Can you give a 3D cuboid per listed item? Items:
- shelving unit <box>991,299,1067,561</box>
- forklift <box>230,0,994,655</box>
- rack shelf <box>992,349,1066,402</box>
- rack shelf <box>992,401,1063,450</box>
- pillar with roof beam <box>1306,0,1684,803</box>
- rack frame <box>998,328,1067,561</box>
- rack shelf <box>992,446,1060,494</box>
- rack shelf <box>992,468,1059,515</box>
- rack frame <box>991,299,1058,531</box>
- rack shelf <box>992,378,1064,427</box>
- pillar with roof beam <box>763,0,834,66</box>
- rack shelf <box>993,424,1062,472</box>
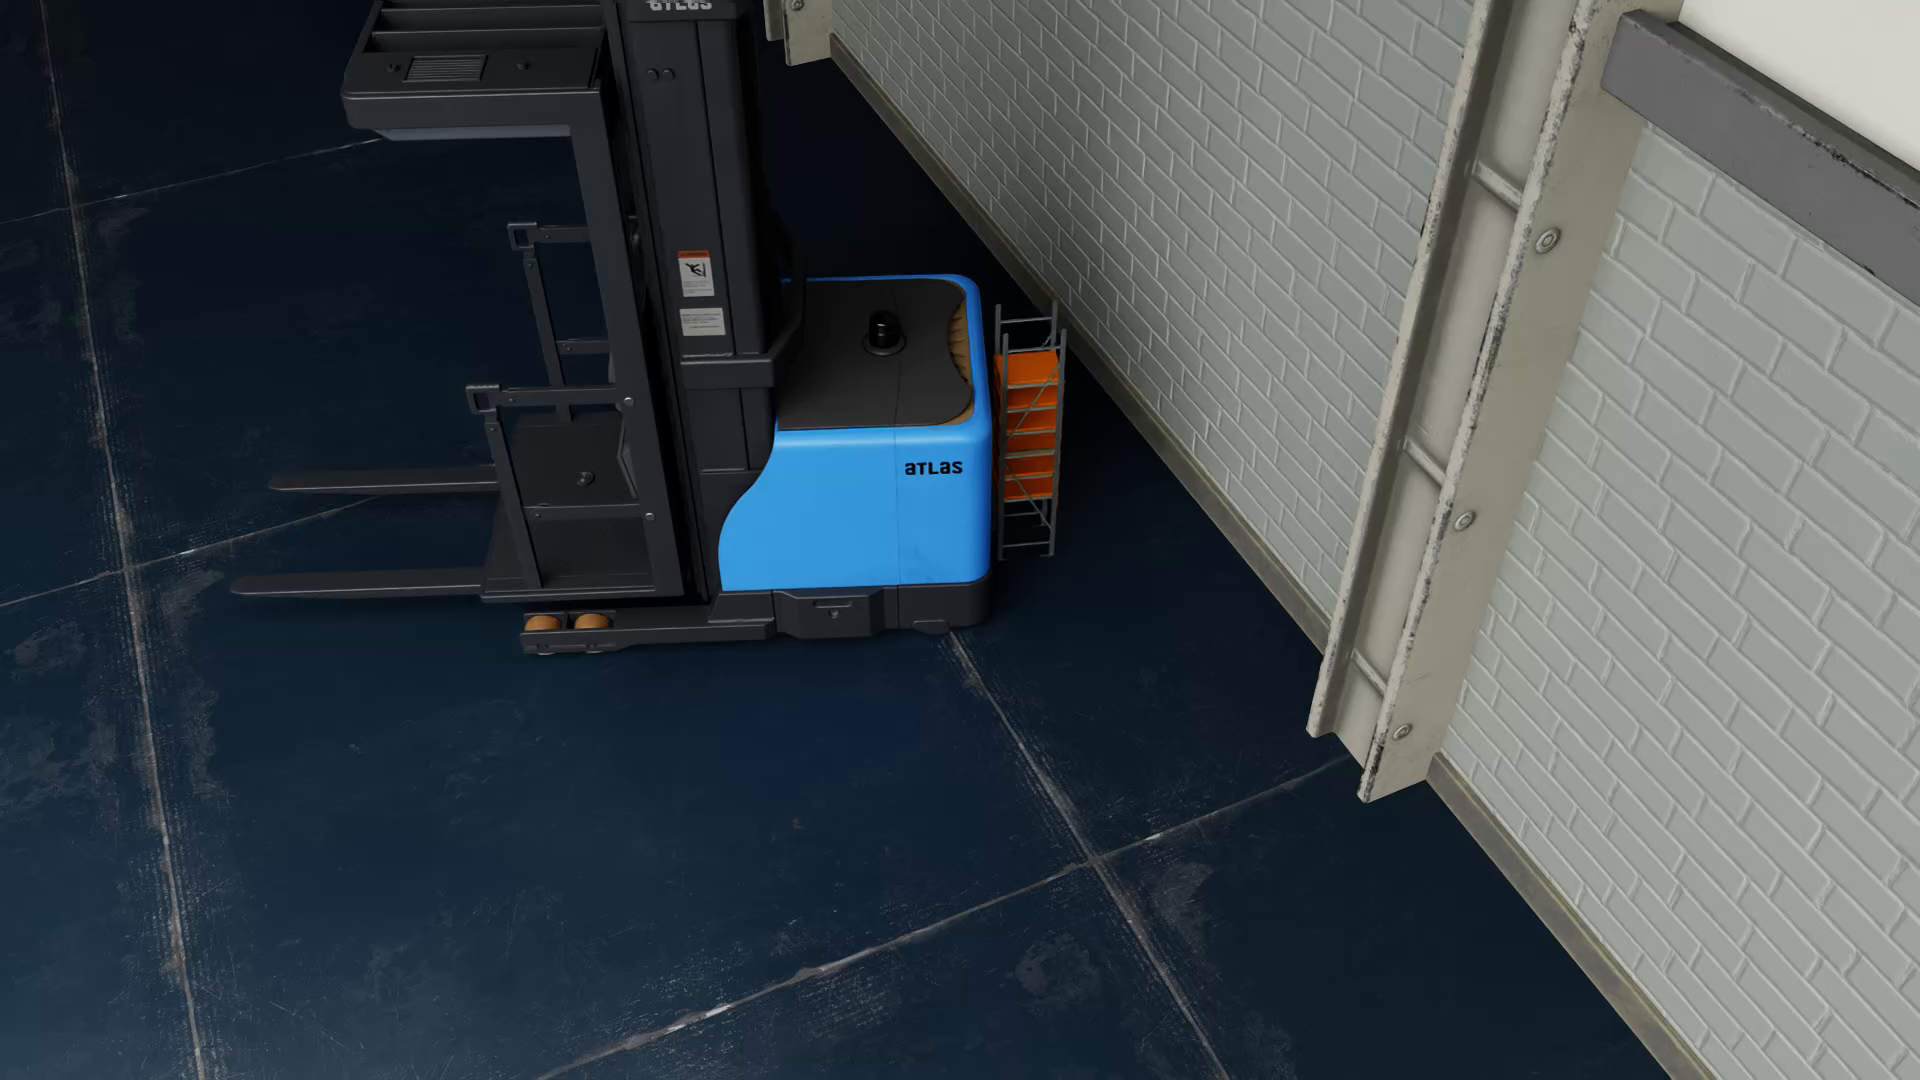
[{"bbox_3d":[0.267,-0.414,6.684,0.258,1.200,0.189,-5,45,-6],"label":"shelving unit"},{"bbox_3d":[-1.402,-0.966,6.012,3.031,2.935,1.130,-2,45,-2],"label":"forklift"},{"bbox_3d":[0.267,-0.639,6.462,0.258,0.103,0.180,-5,45,-6],"label":"rack shelf"},{"bbox_3d":[0.267,-0.468,6.631,0.258,0.103,0.180,-5,45,-6],"label":"rack shelf"},{"bbox_3d":[-2.357,-1.130,1.858,9.100,9.000,0.400,-18,47,-17],"label":"pillar with roof beam"},{"bbox_3d":[0.279,-0.350,6.619,0.240,1.200,0.006,-5,45,-6],"label":"rack frame"},{"bbox_3d":[0.266,-0.297,6.799,0.258,0.103,0.180,-5,45,-6],"label":"rack shelf"},{"bbox_3d":[0.266,-0.211,6.884,0.258,0.103,0.180,-5,45,-6],"label":"rack shelf"},{"bbox_3d":[0.254,-0.478,6.748,0.240,1.200,0.006,-5,45,-6],"label":"rack frame"},{"bbox_3d":[0.267,-0.553,6.546,0.258,0.103,0.180,-5,45,-6],"label":"rack shelf"},{"bbox_3d":[-4.880,-4.954,5.733,9.100,9.000,0.400,-18,47,-17],"label":"pillar with roof beam"},{"bbox_3d":[0.267,-0.382,6.715,0.258,0.103,0.180,-5,45,-6],"label":"rack shelf"}]
